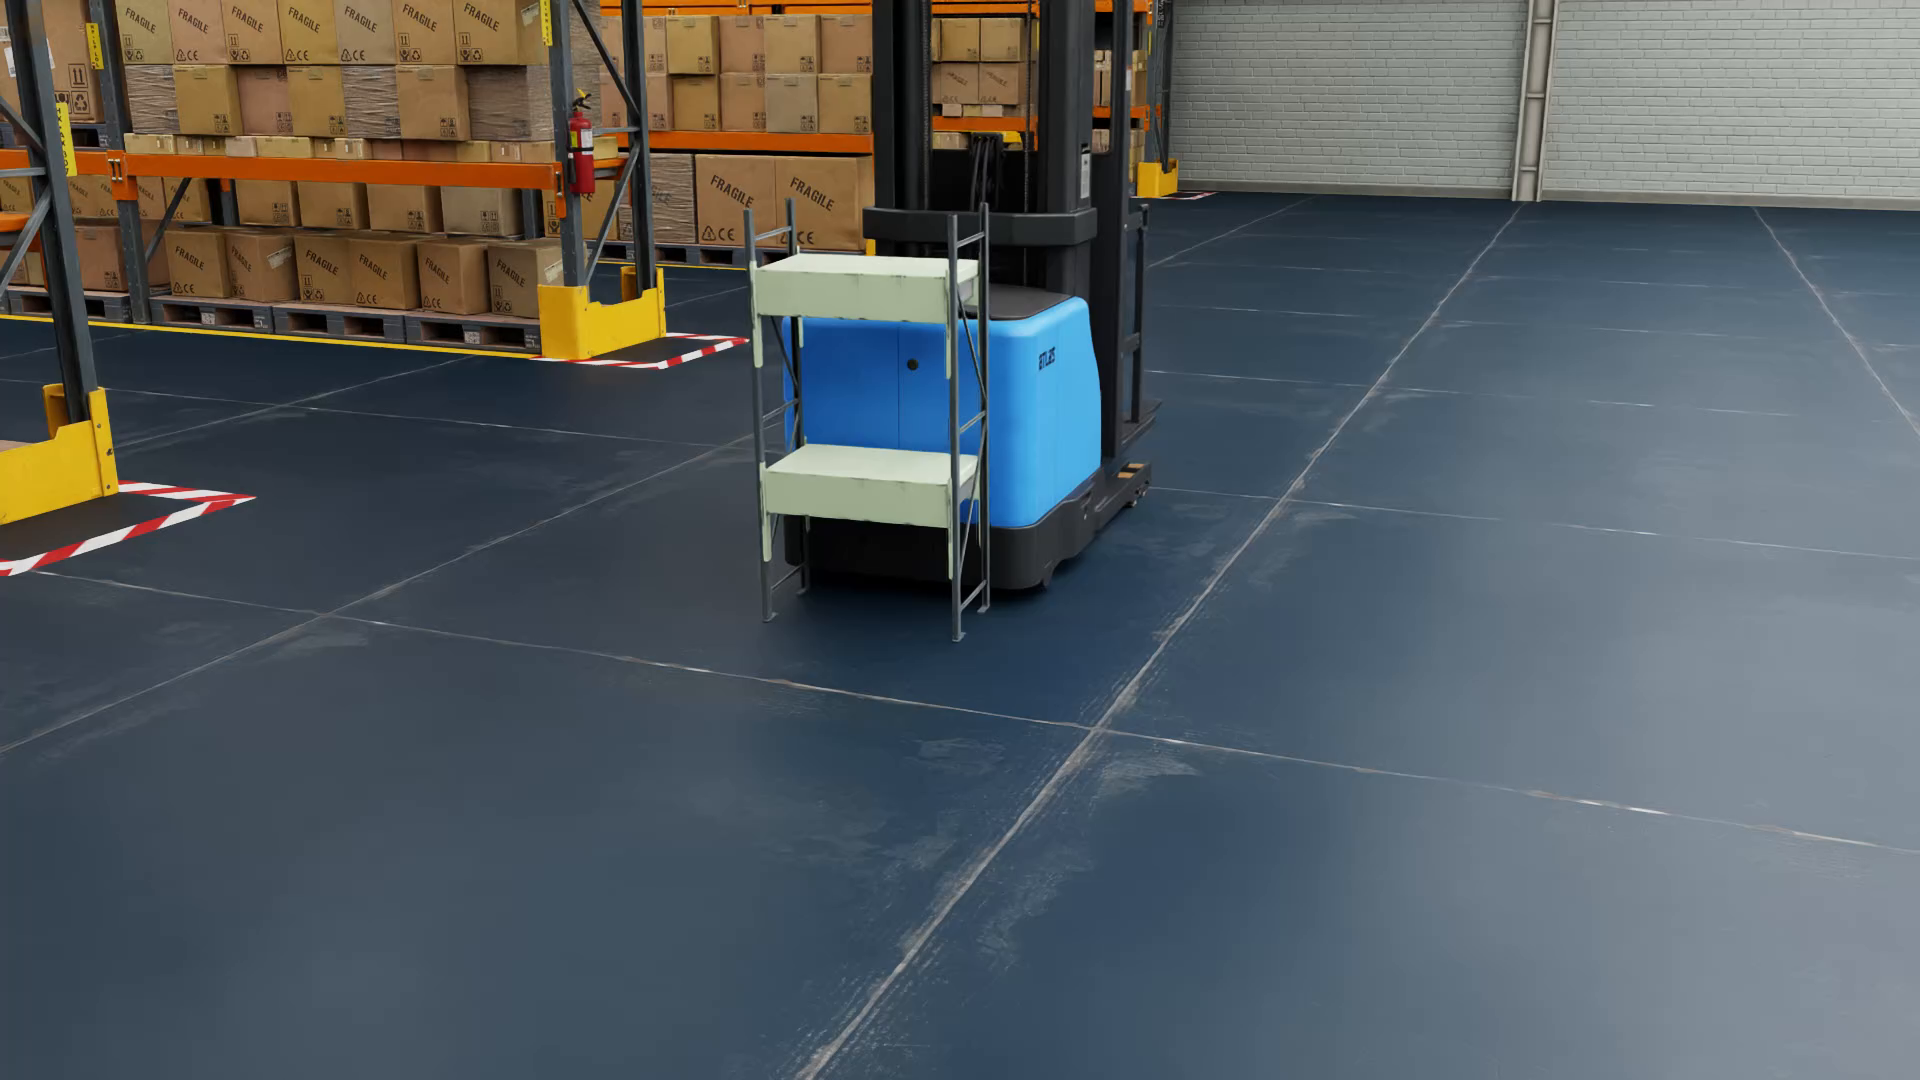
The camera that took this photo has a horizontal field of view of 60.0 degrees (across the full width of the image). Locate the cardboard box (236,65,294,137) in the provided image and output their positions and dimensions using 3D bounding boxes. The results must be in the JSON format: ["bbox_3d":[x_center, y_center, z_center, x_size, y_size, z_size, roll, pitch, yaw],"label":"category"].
[{"bbox_3d":[-4.851,-3.286,12.399,0.500,0.500,0.875,6,17,21],"label":"cardboard box"}]

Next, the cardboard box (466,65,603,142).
[{"bbox_3d":[-2.981,-3.087,11.715,0.500,0.500,0.875,6,17,21],"label":"cardboard box"}]

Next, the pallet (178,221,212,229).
[{"bbox_3d":[-8.734,-3.669,19.432,1.213,0.211,1.003,6,17,21],"label":"pallet"}]

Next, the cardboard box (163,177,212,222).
[{"bbox_3d":[-8.716,-3.928,19.055,0.500,0.500,0.500,6,17,20],"label":"cardboard box"}]

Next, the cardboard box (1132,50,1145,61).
[{"bbox_3d":[2.564,-7.175,24.634,0.250,0.149,0.380,6,17,21],"label":"cardboard box"}]

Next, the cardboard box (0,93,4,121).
[{"bbox_3d":[-7.847,-3.647,13.417,0.637,0.503,0.797,8,18,26],"label":"cardboard box"}]

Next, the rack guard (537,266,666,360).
[{"bbox_3d":[-2.551,-1.640,11.928,0.348,0.500,1.175,6,17,21],"label":"rack guard"}]

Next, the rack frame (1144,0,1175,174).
[{"bbox_3d":[2.974,-6.691,24.841,0.127,3.000,1.000,6,17,21],"label":"rack frame"}]

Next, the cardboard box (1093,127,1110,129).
[{"bbox_3d":[2.130,-6.201,25.538,0.500,0.250,0.500,6,17,21],"label":"cardboard box"}]

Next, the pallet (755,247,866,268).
[{"bbox_3d":[-1.338,-2.832,16.549,1.213,0.211,1.003,6,17,21],"label":"pallet"}]

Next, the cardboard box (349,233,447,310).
[{"bbox_3d":[-4.199,-2.024,12.495,0.500,0.500,0.500,8,18,26],"label":"cardboard box"}]

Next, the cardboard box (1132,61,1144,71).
[{"bbox_3d":[2.549,-7.013,24.609,0.250,0.149,0.380,7,17,21],"label":"cardboard box"}]

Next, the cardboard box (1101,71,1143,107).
[{"bbox_3d":[2.420,-6.721,24.766,0.500,0.500,0.500,6,17,19],"label":"cardboard box"}]

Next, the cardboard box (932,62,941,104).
[{"bbox_3d":[-0.378,-5.683,20.655,0.500,0.500,0.500,6,17,20],"label":"cardboard box"}]

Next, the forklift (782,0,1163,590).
[{"bbox_3d":[0.272,-1.590,7.392,1.130,2.935,3.031,6,17,19],"label":"forklift"}]

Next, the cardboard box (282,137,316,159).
[{"bbox_3d":[-4.711,-2.872,12.136,0.250,0.149,0.380,6,17,21],"label":"cardboard box"}]

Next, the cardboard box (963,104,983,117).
[{"bbox_3d":[0.223,-5.294,20.481,0.250,0.149,0.380,6,17,20],"label":"cardboard box"}]

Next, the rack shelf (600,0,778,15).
[{"bbox_3d":[-4.425,-7.112,22.202,4.000,0.370,1.077,6,17,21],"label":"rack shelf"}]

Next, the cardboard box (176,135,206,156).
[{"bbox_3d":[-5.641,-2.974,12.489,0.250,0.149,0.380,6,17,21],"label":"cardboard box"}]

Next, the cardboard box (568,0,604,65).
[{"bbox_3d":[-2.891,-3.631,11.795,0.500,0.500,0.500,6,17,21],"label":"cardboard box"}]

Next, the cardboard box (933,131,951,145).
[{"bbox_3d":[-0.283,-5.017,20.746,0.250,0.149,0.380,7,17,22],"label":"cardboard box"}]

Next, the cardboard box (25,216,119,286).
[{"bbox_3d":[-7.201,-2.375,13.670,0.500,0.500,0.700,6,17,20],"label":"cardboard box"}]

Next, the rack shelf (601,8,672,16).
[{"bbox_3d":[-6.328,-8.809,28.047,4.000,0.370,1.077,6,17,21],"label":"rack shelf"}]

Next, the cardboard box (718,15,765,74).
[{"bbox_3d":[-1.913,-4.873,16.372,0.550,0.550,0.875,6,17,21],"label":"cardboard box"}]

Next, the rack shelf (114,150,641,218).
[{"bbox_3d":[-4.340,-2.692,12.358,4.000,0.370,1.077,6,17,21],"label":"rack shelf"}]

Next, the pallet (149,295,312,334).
[{"bbox_3d":[-5.563,-1.844,13.146,1.213,0.211,1.003,6,17,21],"label":"pallet"}]

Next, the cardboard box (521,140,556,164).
[{"bbox_3d":[-2.821,-2.688,11.504,0.250,0.149,0.380,6,17,21],"label":"cardboard box"}]

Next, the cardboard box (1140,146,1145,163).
[{"bbox_3d":[2.613,-5.914,25.448,0.500,0.250,0.500,7,17,22],"label":"cardboard box"}]

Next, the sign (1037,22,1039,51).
[{"bbox_3d":[0.934,-5.969,19.712,0.005,0.325,0.100,6,17,21],"label":"sign"}]

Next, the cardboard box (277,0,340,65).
[{"bbox_3d":[-4.476,-3.651,11.864,0.500,0.500,0.500,6,17,21],"label":"cardboard box"}]

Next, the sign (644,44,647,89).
[{"bbox_3d":[-2.281,-3.390,11.917,0.005,0.325,0.100,6,17,21],"label":"sign"}]

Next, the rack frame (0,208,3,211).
[{"bbox_3d":[-11.729,-5.337,20.176,0.127,3.000,1.000,6,17,21],"label":"rack frame"}]

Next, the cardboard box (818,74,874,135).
[{"bbox_3d":[-0.928,-4.207,16.017,0.550,0.550,0.875,6,17,21],"label":"cardboard box"}]

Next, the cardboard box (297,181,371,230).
[{"bbox_3d":[-6.660,-3.875,18.422,0.750,0.750,1.050,7,17,21],"label":"cardboard box"}]

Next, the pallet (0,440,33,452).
[{"bbox_3d":[-5.139,-0.290,7.792,1.213,0.211,1.003,6,17,21],"label":"pallet"}]

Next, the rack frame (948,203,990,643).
[{"bbox_3d":[0.036,-0.408,5.865,0.023,1.500,0.400,5,18,17],"label":"rack frame"}]

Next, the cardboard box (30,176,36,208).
[{"bbox_3d":[-10.646,-4.140,19.784,0.500,0.500,0.500,7,18,23],"label":"cardboard box"}]

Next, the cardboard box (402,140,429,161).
[{"bbox_3d":[-3.749,-2.792,11.861,0.250,0.149,0.380,6,17,21],"label":"cardboard box"}]

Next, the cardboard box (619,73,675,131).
[{"bbox_3d":[-2.960,-4.420,16.748,0.550,0.550,0.875,6,17,21],"label":"cardboard box"}]

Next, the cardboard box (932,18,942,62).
[{"bbox_3d":[-0.379,-6.149,20.469,0.500,0.500,0.700,6,17,20],"label":"cardboard box"}]

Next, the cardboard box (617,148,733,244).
[{"bbox_3d":[-2.888,-3.526,16.997,0.875,0.875,0.875,6,17,21],"label":"cardboard box"}]

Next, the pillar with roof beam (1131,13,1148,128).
[{"bbox_3d":[1.078,-8.761,21.210,0.400,9.000,9.100,6,17,21],"label":"pillar with roof beam"}]

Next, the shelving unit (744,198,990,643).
[{"bbox_3d":[-0.313,-0.438,5.971,0.755,1.500,0.431,5,18,17],"label":"shelving unit"}]
